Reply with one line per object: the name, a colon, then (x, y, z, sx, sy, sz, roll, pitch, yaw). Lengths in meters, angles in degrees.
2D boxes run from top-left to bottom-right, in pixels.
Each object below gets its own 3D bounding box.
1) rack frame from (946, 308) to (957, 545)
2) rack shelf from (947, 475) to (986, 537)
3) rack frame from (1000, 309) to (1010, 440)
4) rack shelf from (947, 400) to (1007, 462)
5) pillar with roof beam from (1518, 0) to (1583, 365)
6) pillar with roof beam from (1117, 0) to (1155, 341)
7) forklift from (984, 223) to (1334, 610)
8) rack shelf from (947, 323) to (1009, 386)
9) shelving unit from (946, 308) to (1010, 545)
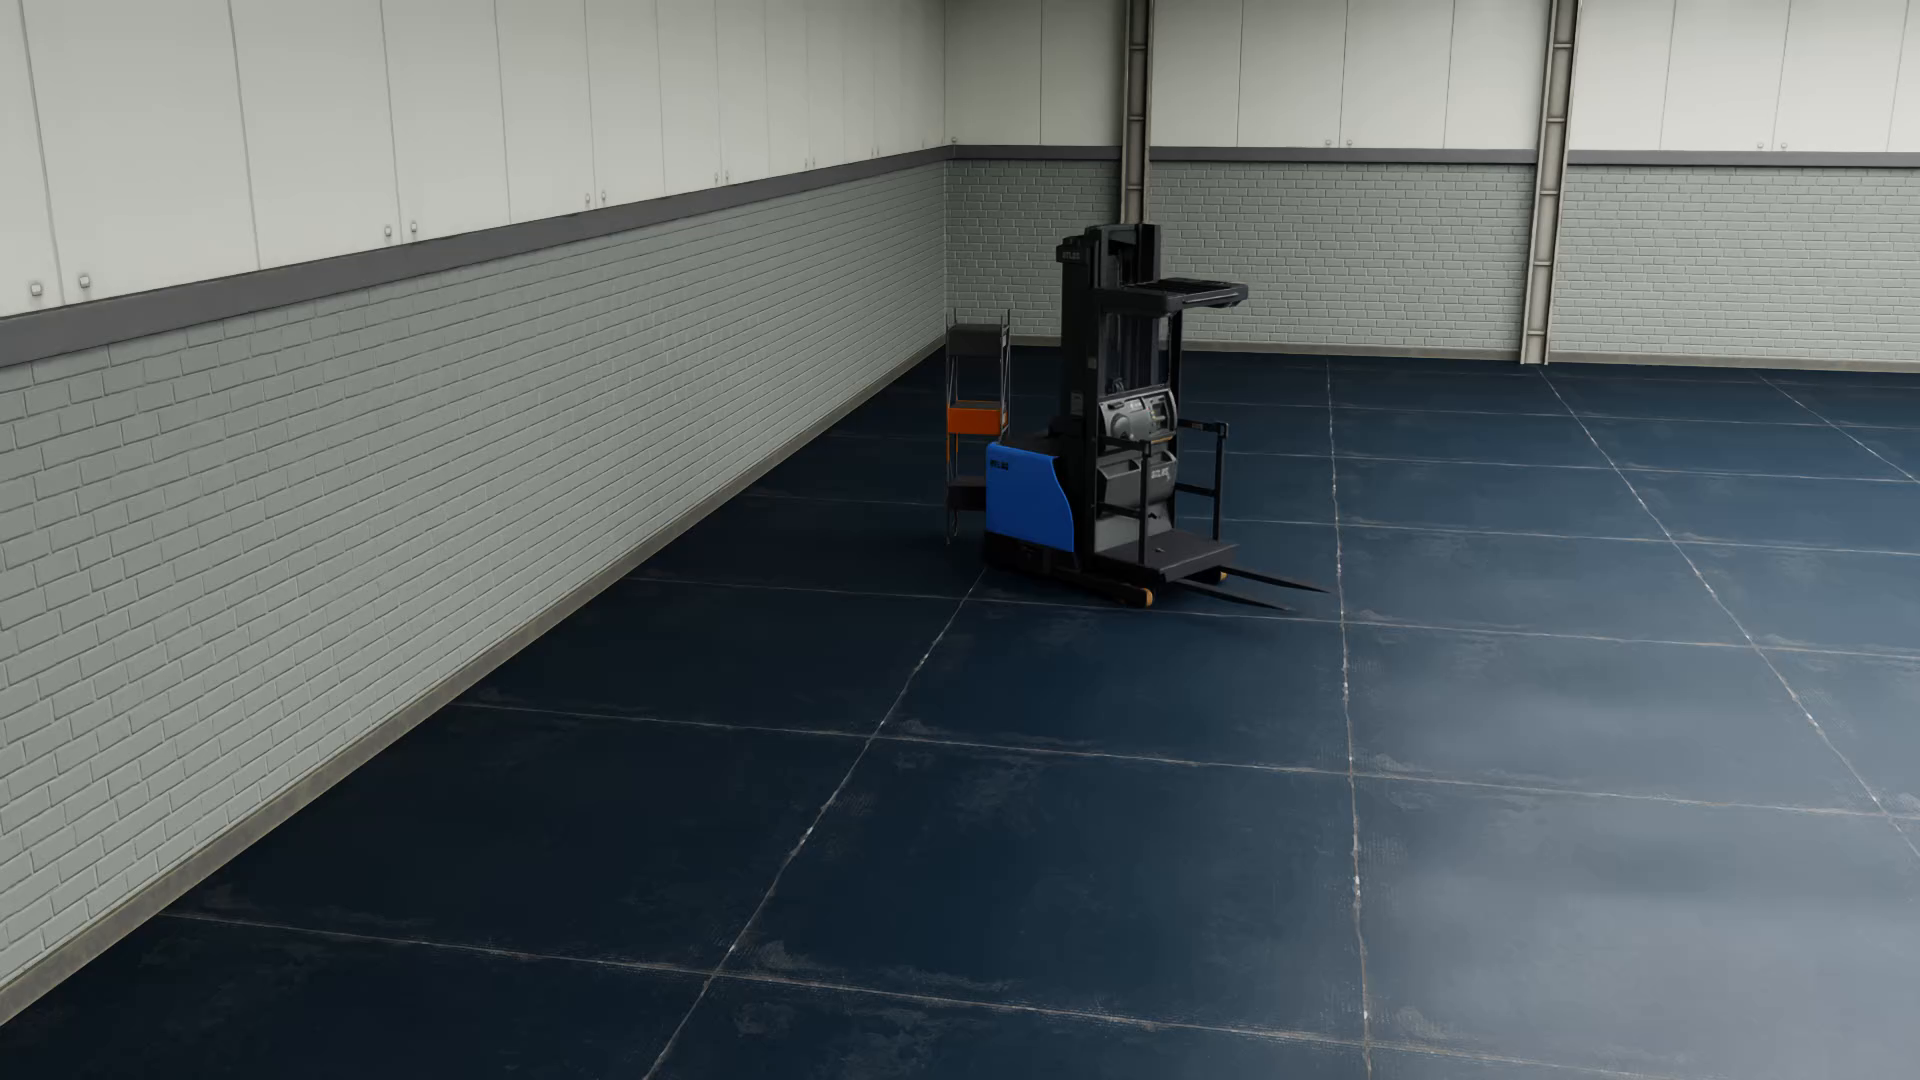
rack frame: (-0.077, -1.016, 14.985, 0.015, 2.100, 0.400, 3, 16, 11)
rack shelf: (0.162, -0.315, 15.128, 0.480, 0.518, 0.431, 3, 16, 11)
rack frame: (0.401, -0.990, 14.891, 0.015, 2.100, 0.400, 3, 16, 11)
rack shelf: (0.162, -0.990, 14.942, 0.480, 0.518, 0.431, 3, 16, 11)
pillar with roof beam: (7.688, -5.859, 19.546, 0.400, 9.000, 9.100, 3, 16, 11)
pillar with roof beam: (1.808, -6.179, 20.698, 0.400, 9.000, 9.100, 3, 16, 11)
forklift: (1.610, -1.023, 13.453, 3.031, 2.935, 1.130, 15, 21, 43)
rack shelf: (0.162, -1.665, 14.755, 0.480, 0.518, 0.431, 3, 16, 11)
shelving unit: (0.162, -1.003, 14.938, 0.503, 2.100, 0.431, 3, 16, 11)
